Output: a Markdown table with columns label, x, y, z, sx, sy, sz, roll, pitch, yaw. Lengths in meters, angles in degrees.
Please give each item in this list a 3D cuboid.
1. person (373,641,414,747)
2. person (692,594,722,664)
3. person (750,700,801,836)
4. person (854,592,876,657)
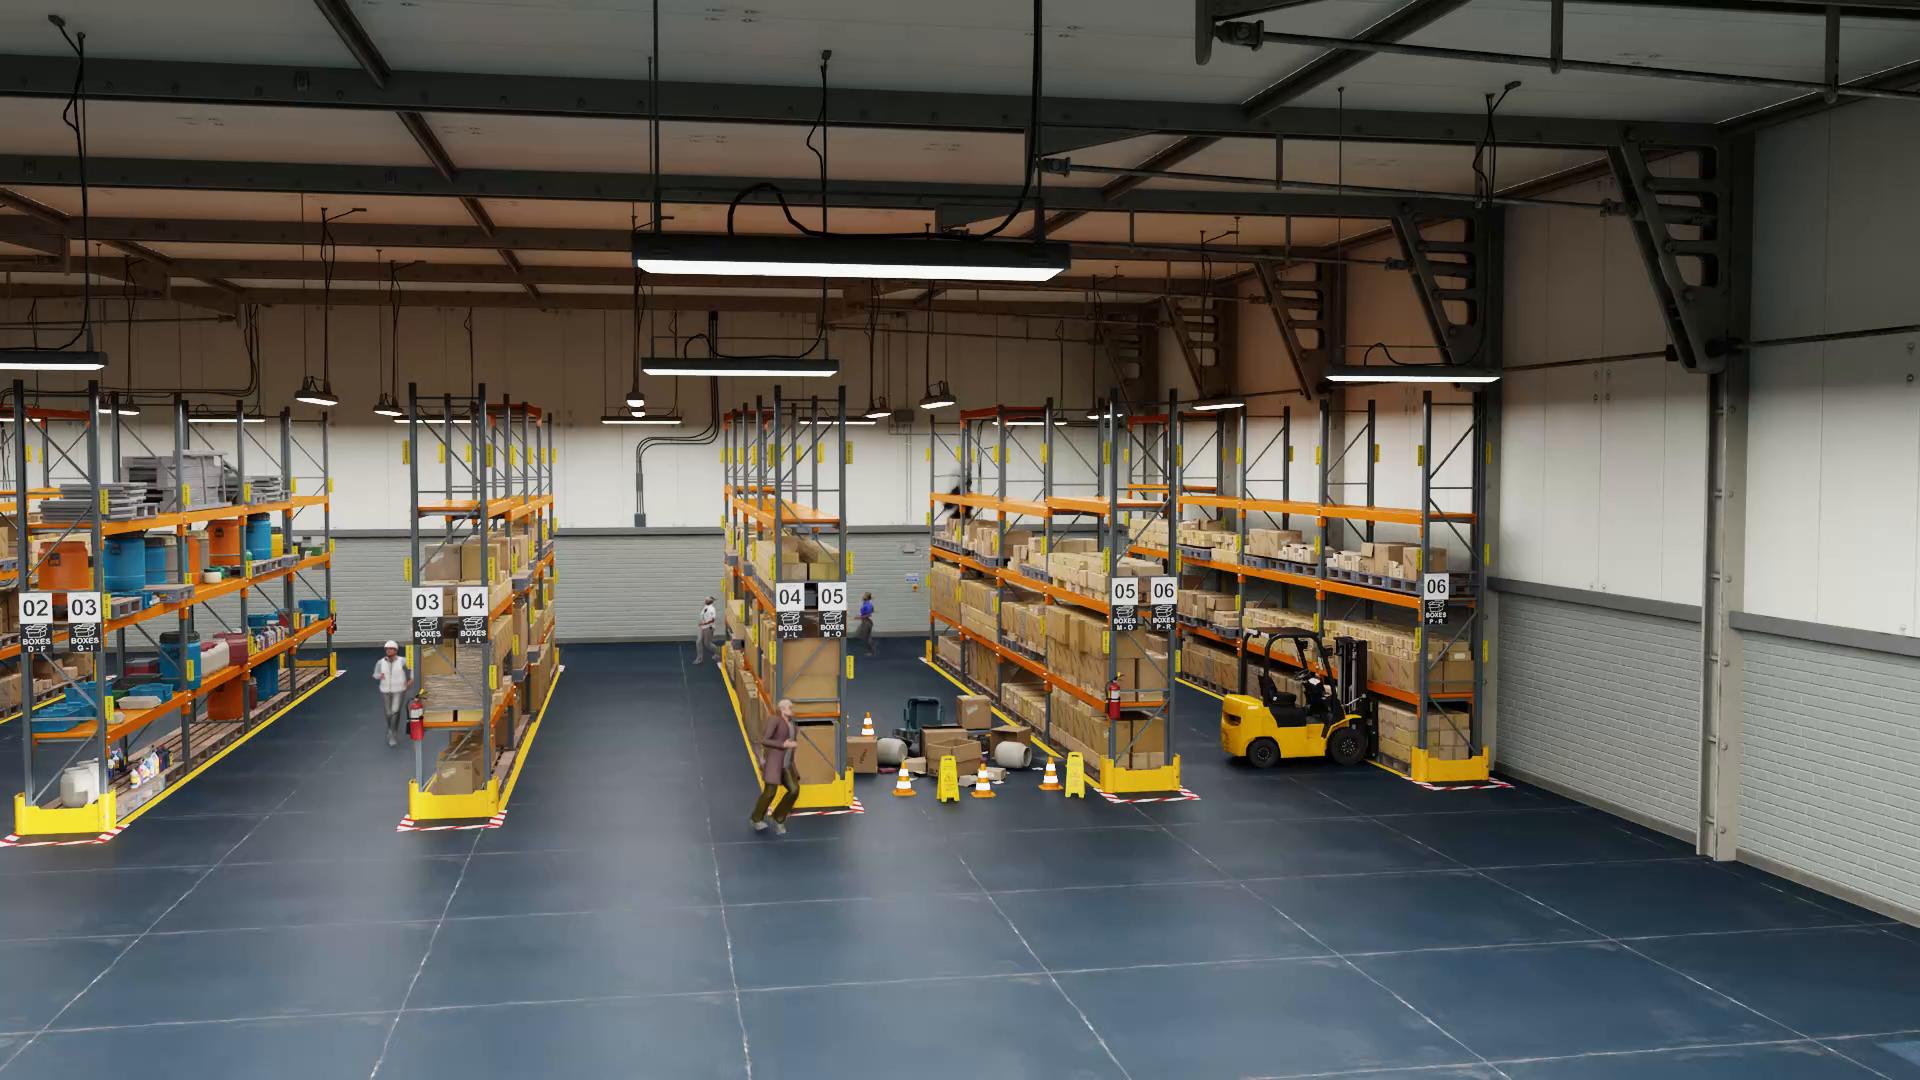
| label | x | y | z | sx | sy | sz | roll | pitch | yaw |
| --- | --- | --- | --- | --- | --- | --- | --- | --- | --- |
| person | -9.891 | 2.657 | 28.994 | 0.663 | 1.795 | 0.908 | 0 | 3 | -3 |
| person | -6.042 | 2.146 | 40.108 | 0.784 | 1.694 | 0.598 | -2 | 4 | -37 |
| person | -2.362 | 3.022 | 22.151 | 0.760 | 1.791 | 0.712 | 3 | 4 | 43 |
| person | -2.381 | 2.096 | 41.422 | 0.560 | 1.615 | 0.561 | -1 | 3 | -14 |
